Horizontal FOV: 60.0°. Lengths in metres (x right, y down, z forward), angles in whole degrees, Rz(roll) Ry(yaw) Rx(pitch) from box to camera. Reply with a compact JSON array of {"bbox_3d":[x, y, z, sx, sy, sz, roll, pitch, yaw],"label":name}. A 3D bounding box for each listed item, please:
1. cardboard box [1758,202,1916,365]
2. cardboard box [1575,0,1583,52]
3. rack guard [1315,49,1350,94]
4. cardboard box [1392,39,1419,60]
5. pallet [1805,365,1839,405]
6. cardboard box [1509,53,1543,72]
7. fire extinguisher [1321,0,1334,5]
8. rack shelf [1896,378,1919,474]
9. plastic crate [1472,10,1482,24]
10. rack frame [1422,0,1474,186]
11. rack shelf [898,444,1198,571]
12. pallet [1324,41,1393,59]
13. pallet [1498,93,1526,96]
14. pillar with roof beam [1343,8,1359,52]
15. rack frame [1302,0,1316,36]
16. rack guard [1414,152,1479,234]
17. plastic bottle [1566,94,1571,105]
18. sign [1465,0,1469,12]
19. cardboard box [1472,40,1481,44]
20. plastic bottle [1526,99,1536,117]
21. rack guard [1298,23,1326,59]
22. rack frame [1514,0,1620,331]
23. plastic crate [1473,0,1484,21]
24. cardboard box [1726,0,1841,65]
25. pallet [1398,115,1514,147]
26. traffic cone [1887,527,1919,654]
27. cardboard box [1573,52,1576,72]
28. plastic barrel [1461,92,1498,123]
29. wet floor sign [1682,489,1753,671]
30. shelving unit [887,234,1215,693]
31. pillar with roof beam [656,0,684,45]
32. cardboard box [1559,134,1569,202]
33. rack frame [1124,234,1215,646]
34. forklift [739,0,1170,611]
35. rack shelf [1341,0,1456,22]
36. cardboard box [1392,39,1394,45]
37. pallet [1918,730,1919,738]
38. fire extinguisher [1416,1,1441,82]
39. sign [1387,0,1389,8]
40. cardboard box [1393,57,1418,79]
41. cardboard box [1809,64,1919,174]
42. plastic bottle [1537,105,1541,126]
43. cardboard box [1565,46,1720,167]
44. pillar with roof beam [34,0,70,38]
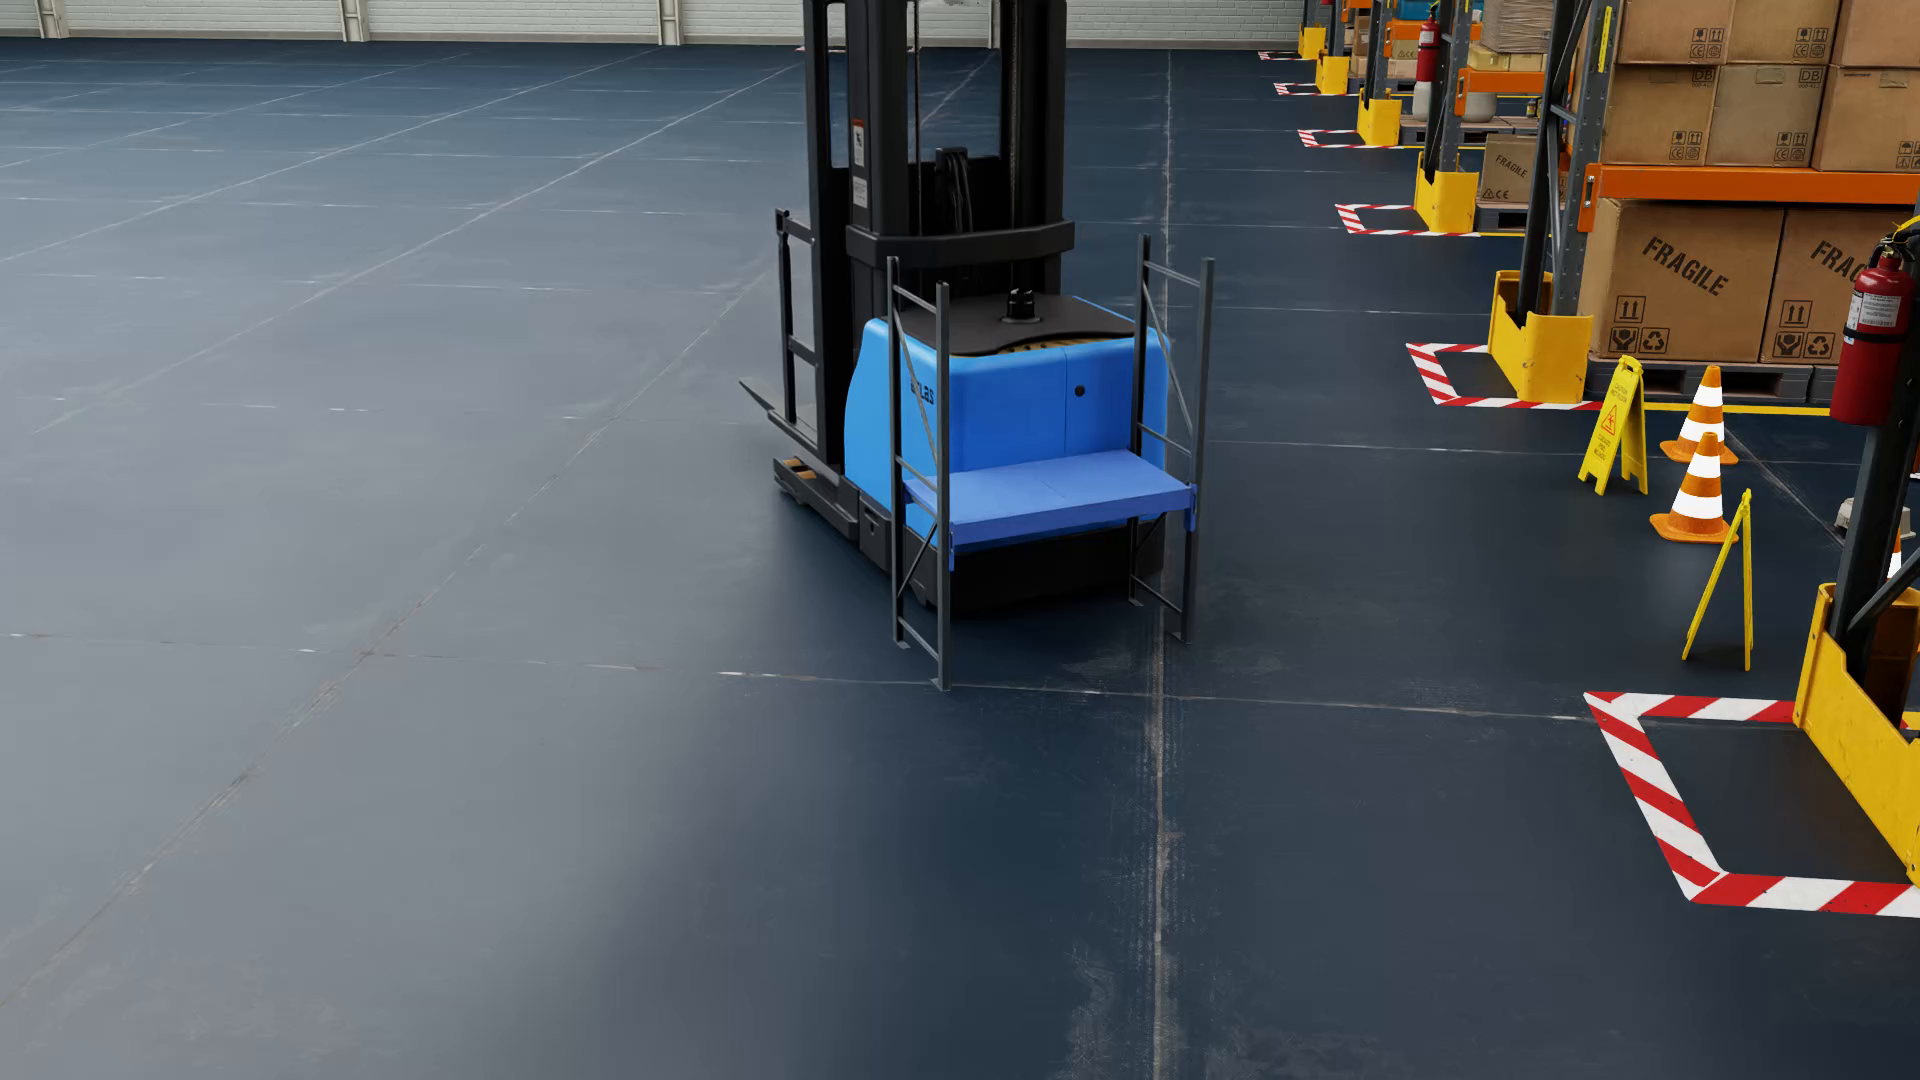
[{"bbox_3d":[4.996,-1.544,9.583,0.875,0.875,0.875,2,22,5],"label":"cardboard box"},{"bbox_3d":[5.179,-4.359,13.844,0.500,0.500,0.875,2,22,6],"label":"cardboard box"},{"bbox_3d":[5.271,-6.641,23.557,0.348,0.500,1.175,2,22,6],"label":"rack guard"},{"bbox_3d":[6.298,-6.942,23.068,0.500,0.500,0.500,2,22,6],"label":"cardboard box"},{"bbox_3d":[5.452,-1.022,9.739,1.213,0.211,1.003,2,22,6],"label":"pallet"},{"bbox_3d":[4.626,-3.952,13.697,0.250,0.149,0.380,2,22,6],"label":"cardboard box"},{"bbox_3d":[5.232,-7.941,23.551,0.183,0.674,0.296,2,22,6],"label":"fire extinguisher"},{"bbox_3d":[4.945,-0.146,4.709,4.000,0.370,1.077,2,22,6],"label":"rack shelf"},{"bbox_3d":[5.559,-5.715,18.174,0.250,0.136,0.298,2,22,6],"label":"plastic crate"},{"bbox_3d":[4.125,-4.186,13.947,0.127,3.000,1.000,2,22,6],"label":"rack frame"},{"bbox_3d":[0.319,-0.134,6.228,1.000,0.185,0.538,-9,23,-22],"label":"rack shelf"},{"bbox_3d":[6.752,-8.263,28.053,1.213,0.211,1.003,2,22,6],"label":"pallet"},{"bbox_3d":[7.267,-6.434,23.427,1.213,0.211,1.003,2,22,6],"label":"pallet"},{"bbox_3d":[6.164,-11.115,23.314,0.400,9.000,9.100,2,22,6],"label":"pillar with roof beam"},{"bbox_3d":[5.874,-9.611,27.670,0.127,3.000,1.000,2,22,6],"label":"rack frame"},{"bbox_3d":[4.200,-3.020,14.398,0.348,0.500,1.175,2,22,6],"label":"rack guard"},{"bbox_3d":[6.968,-4.986,19.077,0.135,0.276,0.152,2,22,5],"label":"plastic bottle"},{"bbox_3d":[4.061,-4.390,13.287,0.005,0.325,0.100,2,22,6],"label":"sign"},{"bbox_3d":[7.290,-6.897,22.955,0.500,0.500,0.500,2,22,6],"label":"cardboard box"},{"bbox_3d":[6.583,-4.978,19.158,0.097,0.201,0.097,0,22,0],"label":"plastic bottle"},{"bbox_3d":[5.949,-8.445,28.121,0.348,0.500,1.175,2,22,6],"label":"rack guard"},{"bbox_3d":[3.441,-2.379,9.378,0.127,3.000,1.000,2,22,6],"label":"rack frame"},{"bbox_3d":[5.884,-5.982,18.694,0.408,0.251,0.499,2,22,6],"label":"plastic crate"},{"bbox_3d":[4.362,-2.931,9.100,0.550,0.550,0.875,2,22,6],"label":"cardboard box"},{"bbox_3d":[5.595,-4.674,18.975,1.213,0.211,1.003,2,22,6],"label":"pallet"},{"bbox_3d":[3.538,0.160,6.406,0.334,0.463,0.336,2,22,6],"label":"traffic cone"},{"bbox_3d":[5.123,-3.932,13.647,0.250,0.149,0.380,2,22,6],"label":"cardboard box"},{"bbox_3d":[5.868,-5.010,18.845,0.421,0.512,0.421,0,22,0],"label":"plastic barrel"},{"bbox_3d":[2.896,0.129,6.237,0.232,0.644,0.267,11,24,25],"label":"wet floor sign"},{"bbox_3d":[0.319,-0.301,6.161,1.048,1.500,0.538,-9,23,-22],"label":"shelving unit"},{"bbox_3d":[-5.753,-11.634,24.627,0.400,9.000,9.100,2,22,6],"label":"pillar with roof beam"},{"bbox_3d":[5.341,-3.172,14.212,0.500,0.500,0.500,8,23,20],"label":"cardboard box"},{"bbox_3d":[0.786,-0.375,6.349,0.032,1.500,0.500,-9,23,-22],"label":"rack frame"},{"bbox_3d":[-0.243,-1.587,7.469,1.130,2.935,3.031,-10,24,-24],"label":"forklift"},{"bbox_3d":[7.281,-7.381,23.008,4.000,0.370,1.077,2,22,6],"label":"rack shelf"},{"bbox_3d":[7.116,-8.478,27.862,0.500,0.311,0.500,4,22,11],"label":"cardboard box"},{"bbox_3d":[3.837,0.781,5.178,1.213,0.211,1.003,2,22,6],"label":"pallet"},{"bbox_3d":[4.065,-4.323,14.399,0.183,0.674,0.296,2,22,6],"label":"fire extinguisher"},{"bbox_3d":[4.639,-5.922,17.963,0.005,0.325,0.100,2,22,6],"label":"sign"},{"bbox_3d":[6.298,-6.594,23.208,0.500,0.250,0.500,2,22,6],"label":"cardboard box"},{"bbox_3d":[4.905,-2.363,9.134,0.550,0.550,0.875,2,22,6],"label":"cardboard box"},{"bbox_3d":[6.472,-4.737,18.456,0.097,0.271,0.097,0,22,0],"label":"plastic bottle"},{"bbox_3d":[3.815,-2.449,9.351,0.550,0.550,0.875,2,22,6],"label":"cardboard box"},{"bbox_3d":[-17.669,-12.153,25.940,0.400,9.000,9.100,2,22,6],"label":"pillar with roof beam"}]
